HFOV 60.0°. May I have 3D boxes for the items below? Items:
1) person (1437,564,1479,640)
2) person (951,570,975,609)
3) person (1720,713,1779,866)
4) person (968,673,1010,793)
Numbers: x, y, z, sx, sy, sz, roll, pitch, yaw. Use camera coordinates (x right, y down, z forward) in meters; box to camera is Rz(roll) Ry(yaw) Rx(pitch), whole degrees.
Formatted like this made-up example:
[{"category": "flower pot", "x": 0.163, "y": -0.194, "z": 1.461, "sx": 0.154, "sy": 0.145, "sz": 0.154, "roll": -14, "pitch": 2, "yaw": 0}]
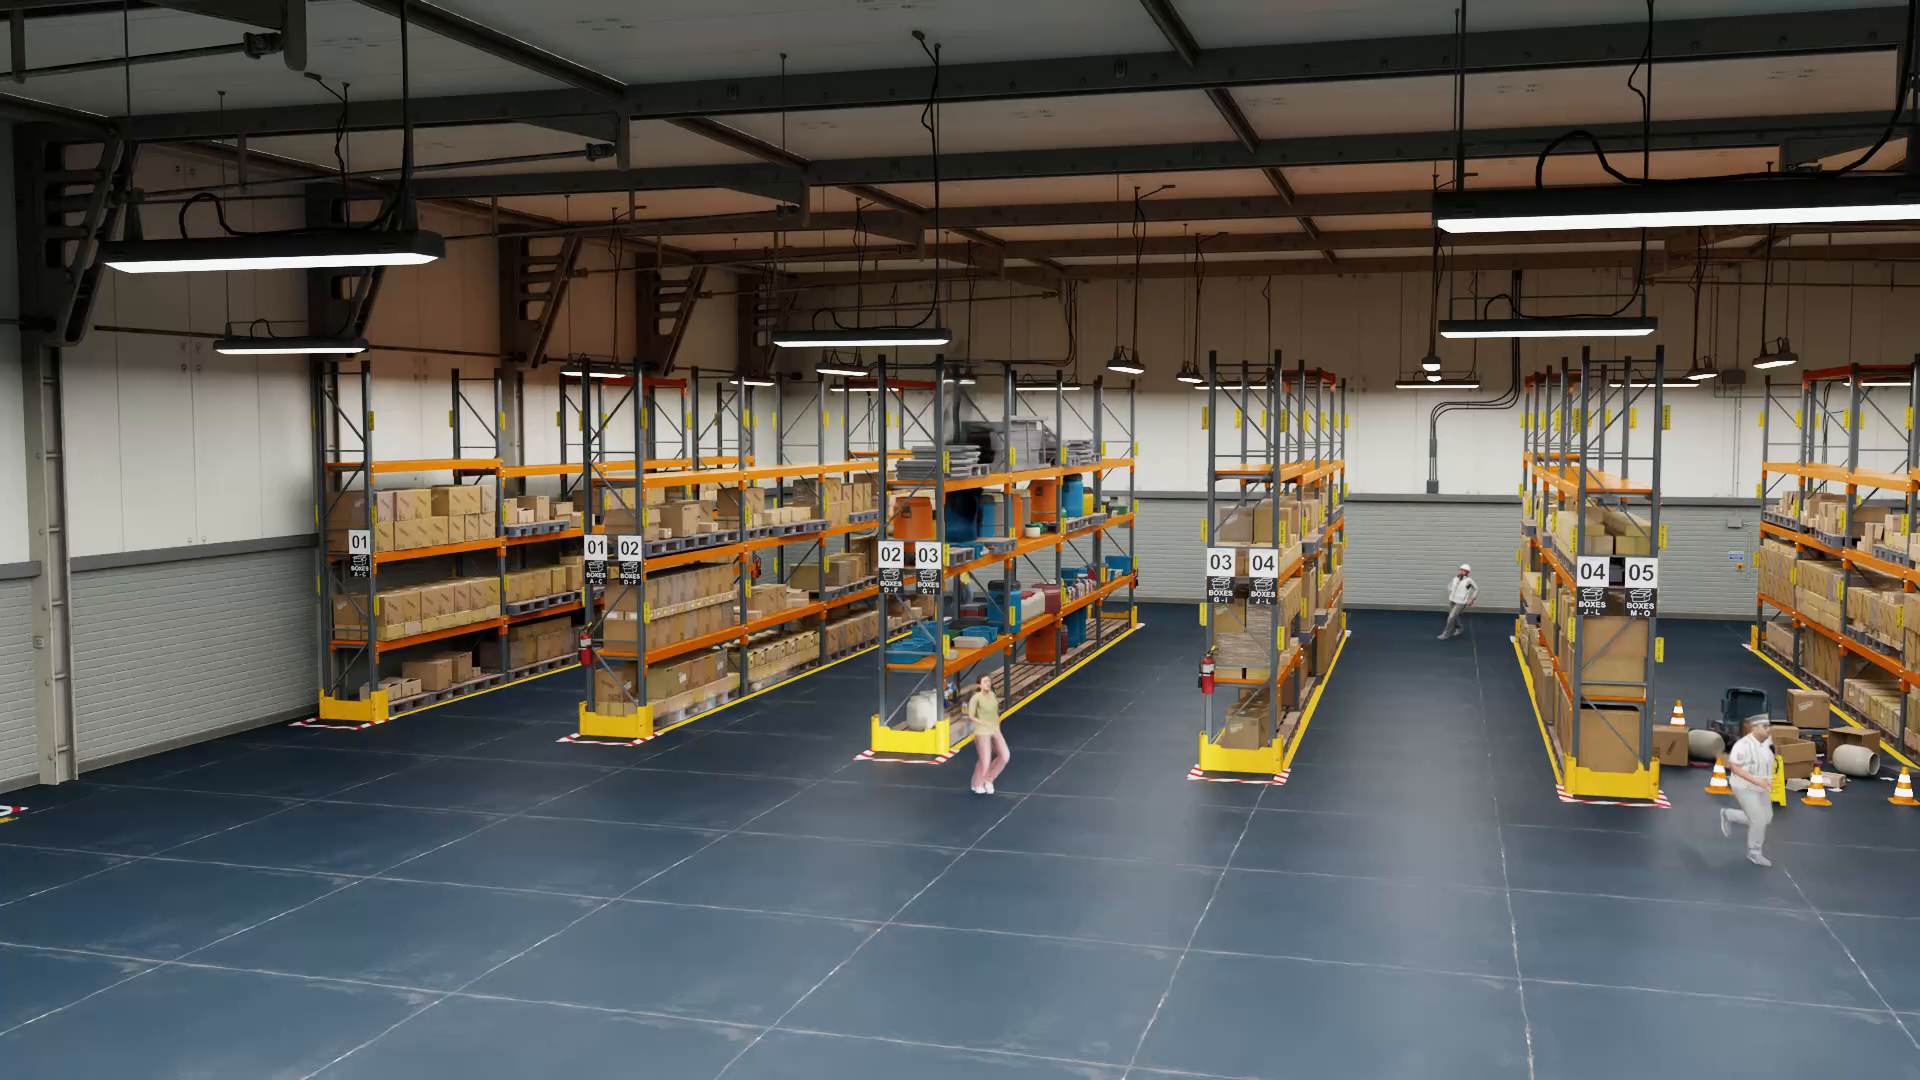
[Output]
[{"category": "person", "x": 11.333, "y": 1.415, "z": 37.932, "sx": 0.932, "sy": 1.705, "sz": 0.698, "roll": -2, "pitch": 5, "yaw": -30}, {"category": "person", "x": 0.030, "y": 1.117, "z": 42.569, "sx": 0.833, "sy": 1.753, "sz": 0.787, "roll": 3, "pitch": 5, "yaw": 39}, {"category": "person", "x": 8.992, "y": 2.807, "z": 18.974, "sx": 0.695, "sy": 1.745, "sz": 0.722, "roll": -2, "pitch": 5, "yaw": -30}, {"category": "person", "x": 0.371, "y": 2.591, "z": 22.233, "sx": 0.587, "sy": 1.627, "sz": 0.599, "roll": -3, "pitch": 5, "yaw": -37}]
